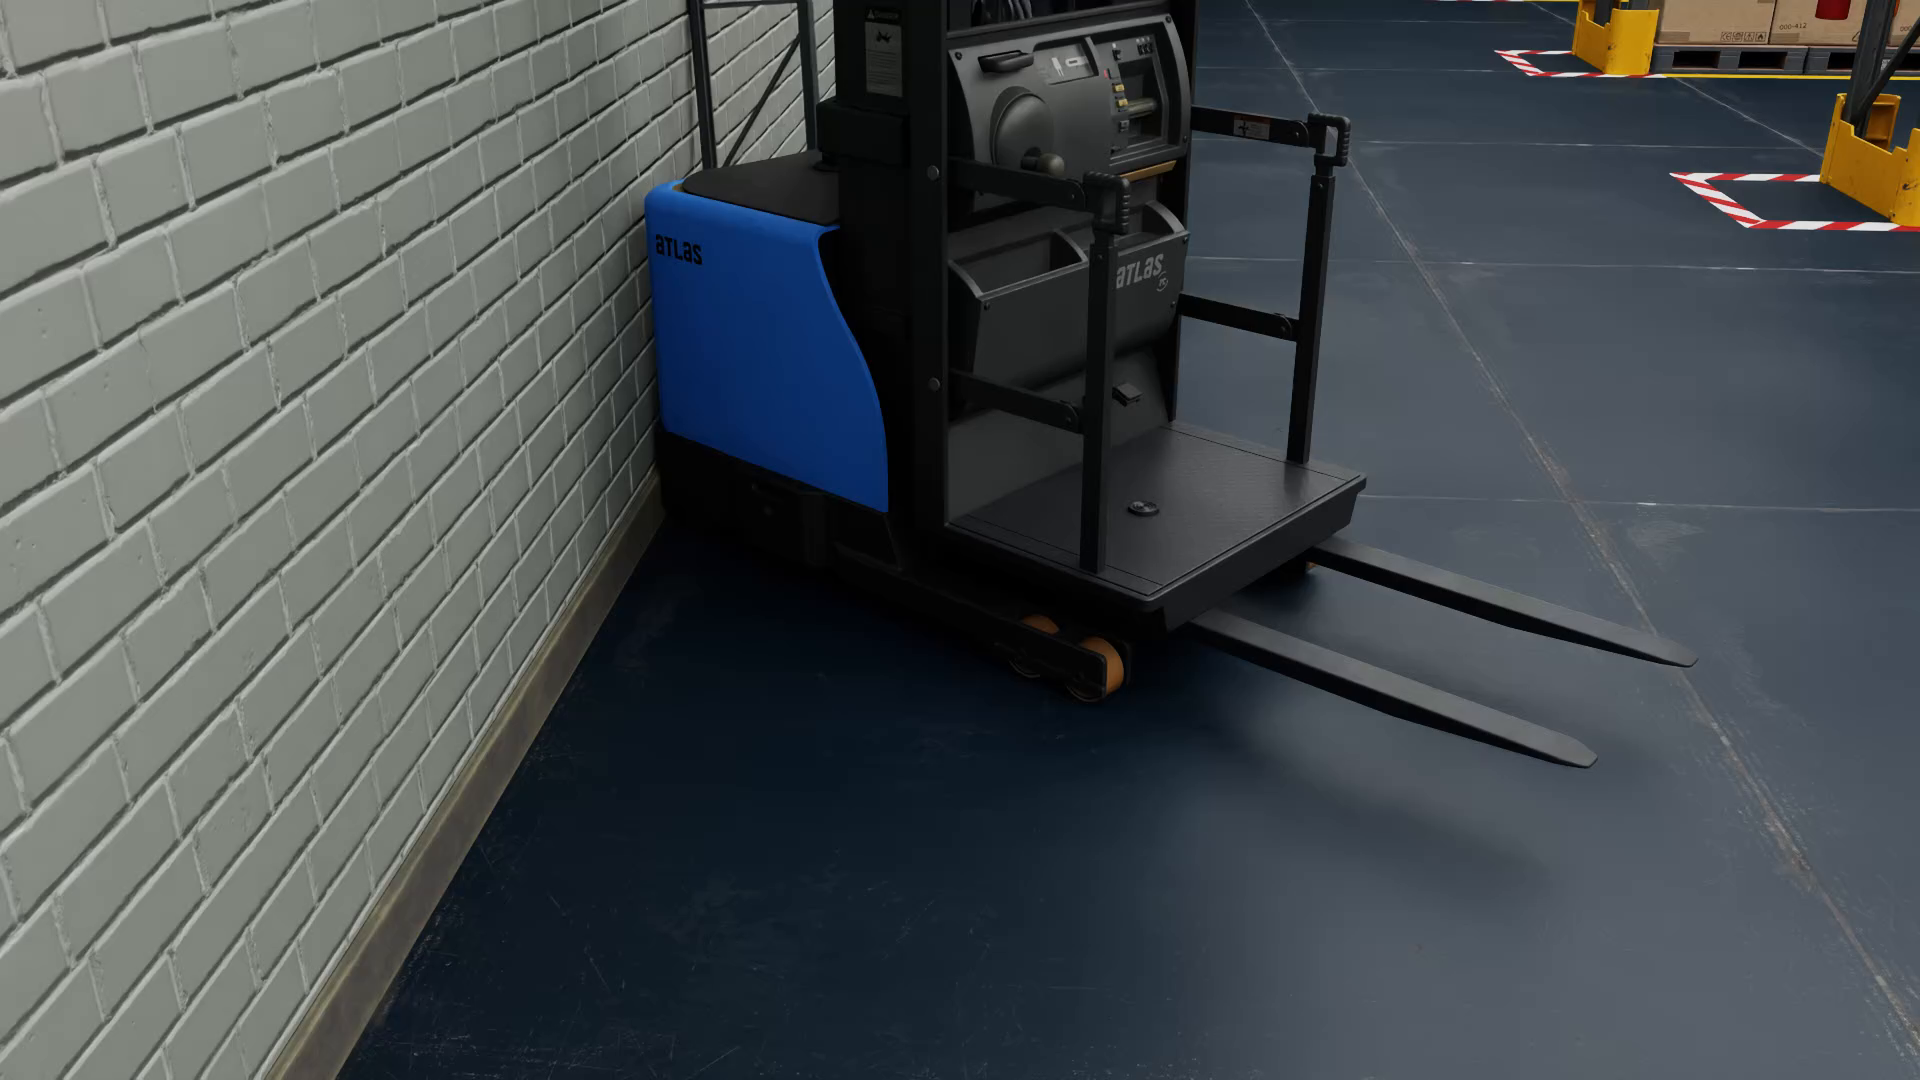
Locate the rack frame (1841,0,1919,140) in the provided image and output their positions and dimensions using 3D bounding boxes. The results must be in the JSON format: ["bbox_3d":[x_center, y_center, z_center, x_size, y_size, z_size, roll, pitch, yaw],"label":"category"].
[{"bbox_3d":[5.167,-3.276,8.782,0.127,3.000,1.000,2,25,4],"label":"rack frame"}]

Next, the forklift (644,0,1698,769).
[{"bbox_3d":[0.467,-1.157,4.259,3.031,2.935,1.130,20,32,37],"label":"forklift"}]

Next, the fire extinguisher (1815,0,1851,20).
[{"bbox_3d":[4.951,-3.272,9.312,0.183,0.674,0.296,2,25,4],"label":"fire extinguisher"}]

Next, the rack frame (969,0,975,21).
[{"bbox_3d":[-0.135,-1.430,6.512,0.500,1.500,0.032,7,19,31],"label":"rack frame"}]

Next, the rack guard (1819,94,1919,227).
[{"bbox_3d":[5.242,-2.138,9.299,0.348,0.500,1.175,2,25,4],"label":"rack guard"}]

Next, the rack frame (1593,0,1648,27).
[{"bbox_3d":[5.445,-5.343,13.273,0.127,3.000,1.000,2,25,4],"label":"rack frame"}]

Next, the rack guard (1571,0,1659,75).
[{"bbox_3d":[5.421,-4.208,13.797,0.348,0.500,1.175,2,25,4],"label":"rack guard"}]

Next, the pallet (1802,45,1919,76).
[{"bbox_3d":[7.461,-4.043,13.783,1.213,0.211,1.003,2,25,4],"label":"pallet"}]

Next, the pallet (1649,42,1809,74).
[{"bbox_3d":[6.248,-4.083,13.871,1.213,0.211,1.003,2,25,4],"label":"pallet"}]

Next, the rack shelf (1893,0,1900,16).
[{"bbox_3d":[7.161,-2.886,8.793,4.000,0.370,1.077,2,25,4],"label":"rack shelf"}]

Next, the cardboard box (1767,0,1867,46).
[{"bbox_3d":[7.024,-4.364,13.709,0.875,0.438,0.875,2,25,5],"label":"cardboard box"}]

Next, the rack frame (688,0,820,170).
[{"bbox_3d":[-0.667,-1.160,5.689,0.500,1.500,0.032,7,19,31],"label":"rack frame"}]

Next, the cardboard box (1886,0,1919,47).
[{"bbox_3d":[7.923,-4.335,13.645,0.875,0.438,0.875,1,25,2],"label":"cardboard box"}]

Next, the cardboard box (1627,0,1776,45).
[{"bbox_3d":[6.111,-4.390,13.765,0.875,0.438,0.875,1,25,2],"label":"cardboard box"}]

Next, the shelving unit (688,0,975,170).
[{"bbox_3d":[-0.406,-1.292,6.093,0.587,1.500,1.083,7,19,31],"label":"shelving unit"}]
